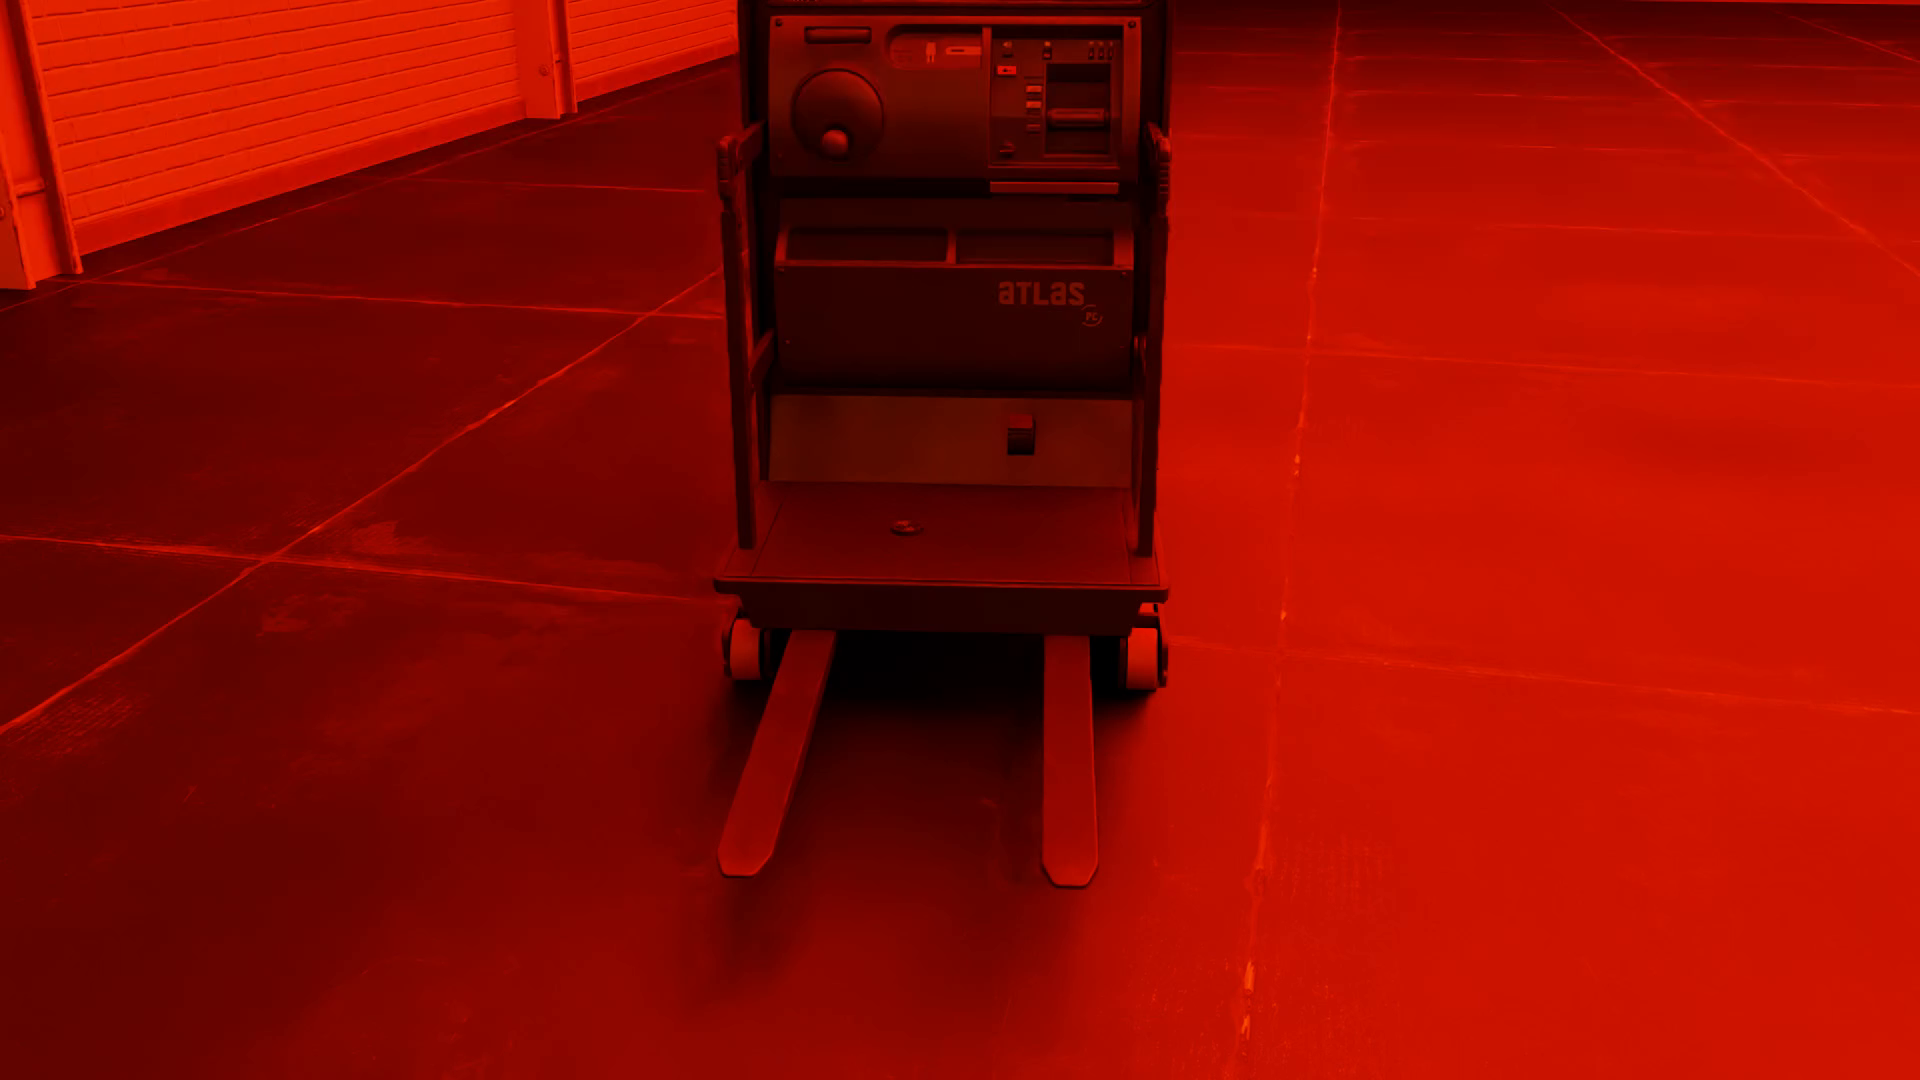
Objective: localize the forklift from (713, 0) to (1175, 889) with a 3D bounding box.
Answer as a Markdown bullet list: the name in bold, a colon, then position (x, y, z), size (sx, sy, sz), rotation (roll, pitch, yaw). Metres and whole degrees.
- **forklift**: position (-0.024, -1.100, 3.964), size (1.130, 2.935, 3.031), rotation (1, 22, 3)
